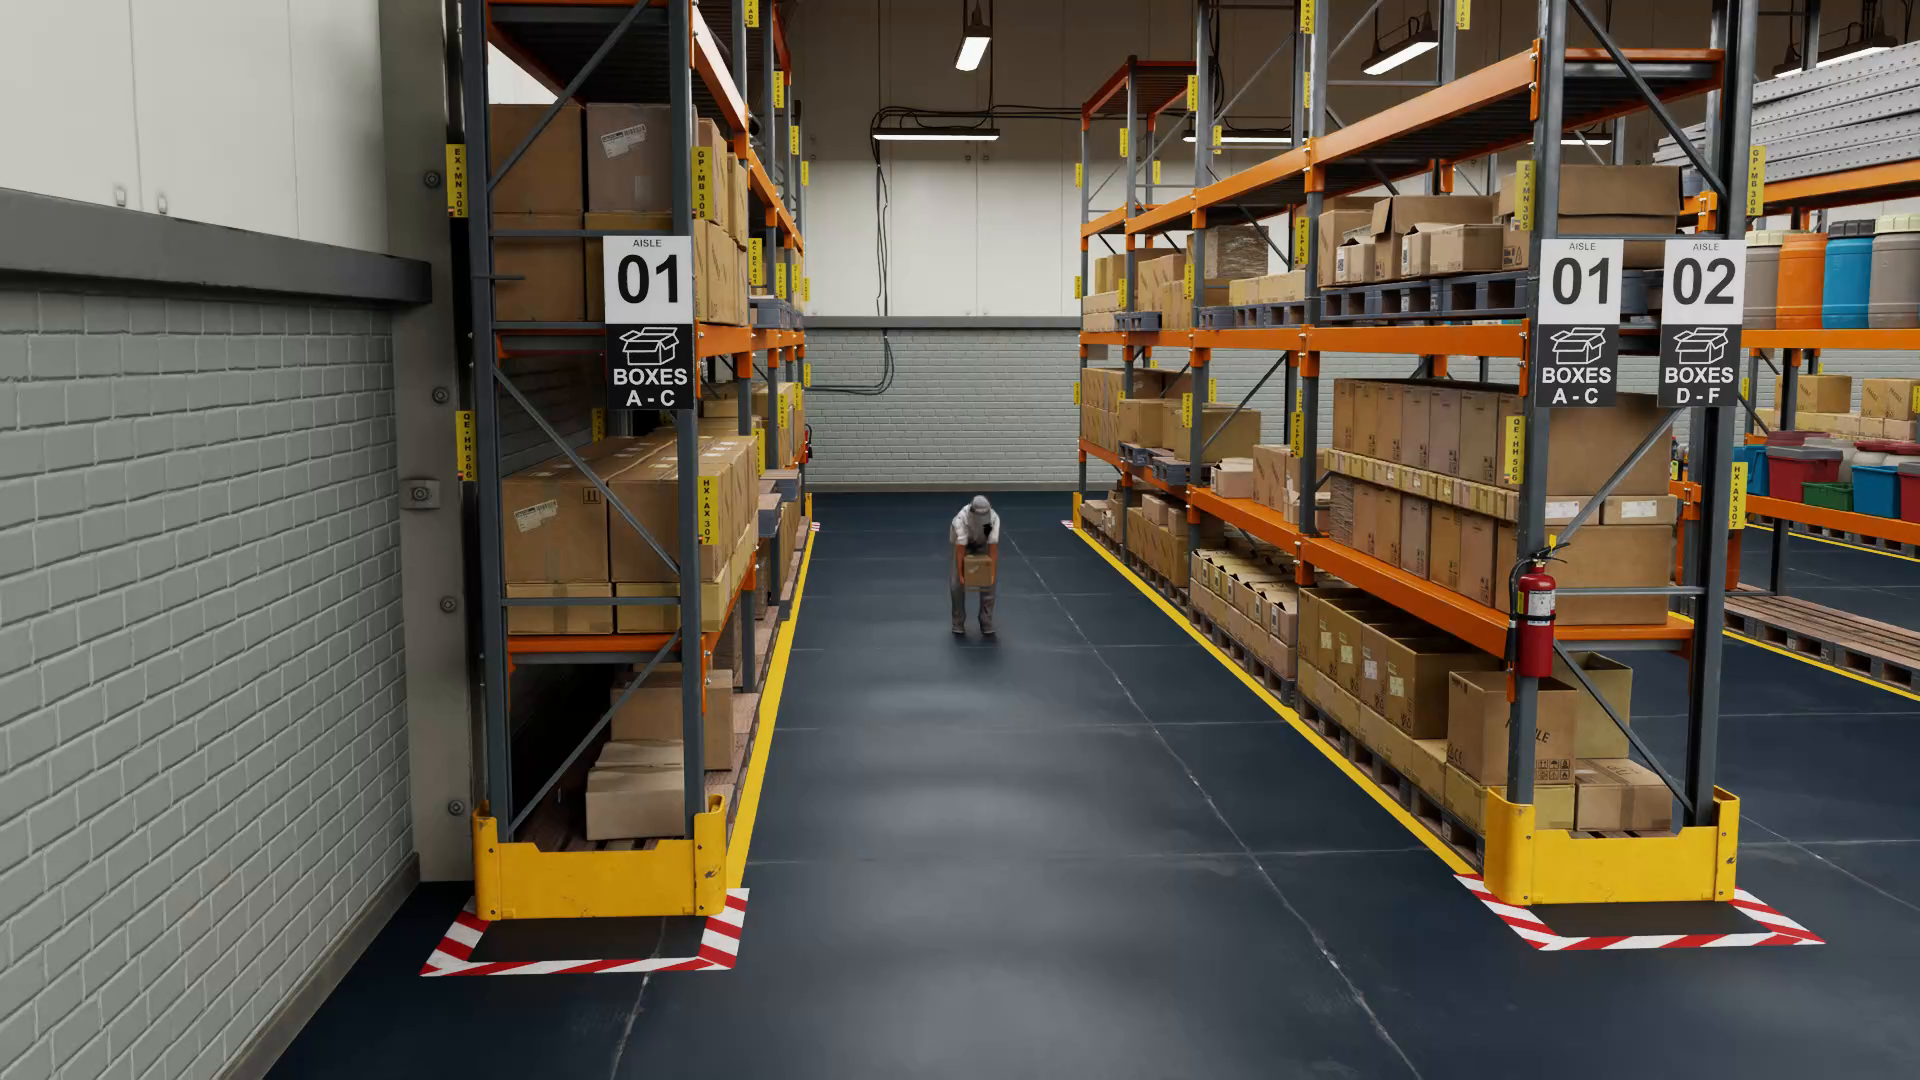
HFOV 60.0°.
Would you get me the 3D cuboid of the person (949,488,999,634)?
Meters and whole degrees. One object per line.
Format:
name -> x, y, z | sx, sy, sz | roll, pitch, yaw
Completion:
person -> 0.143, 0.190, 15.359 | 0.458, 1.390, 0.847 | -1, 7, -5
